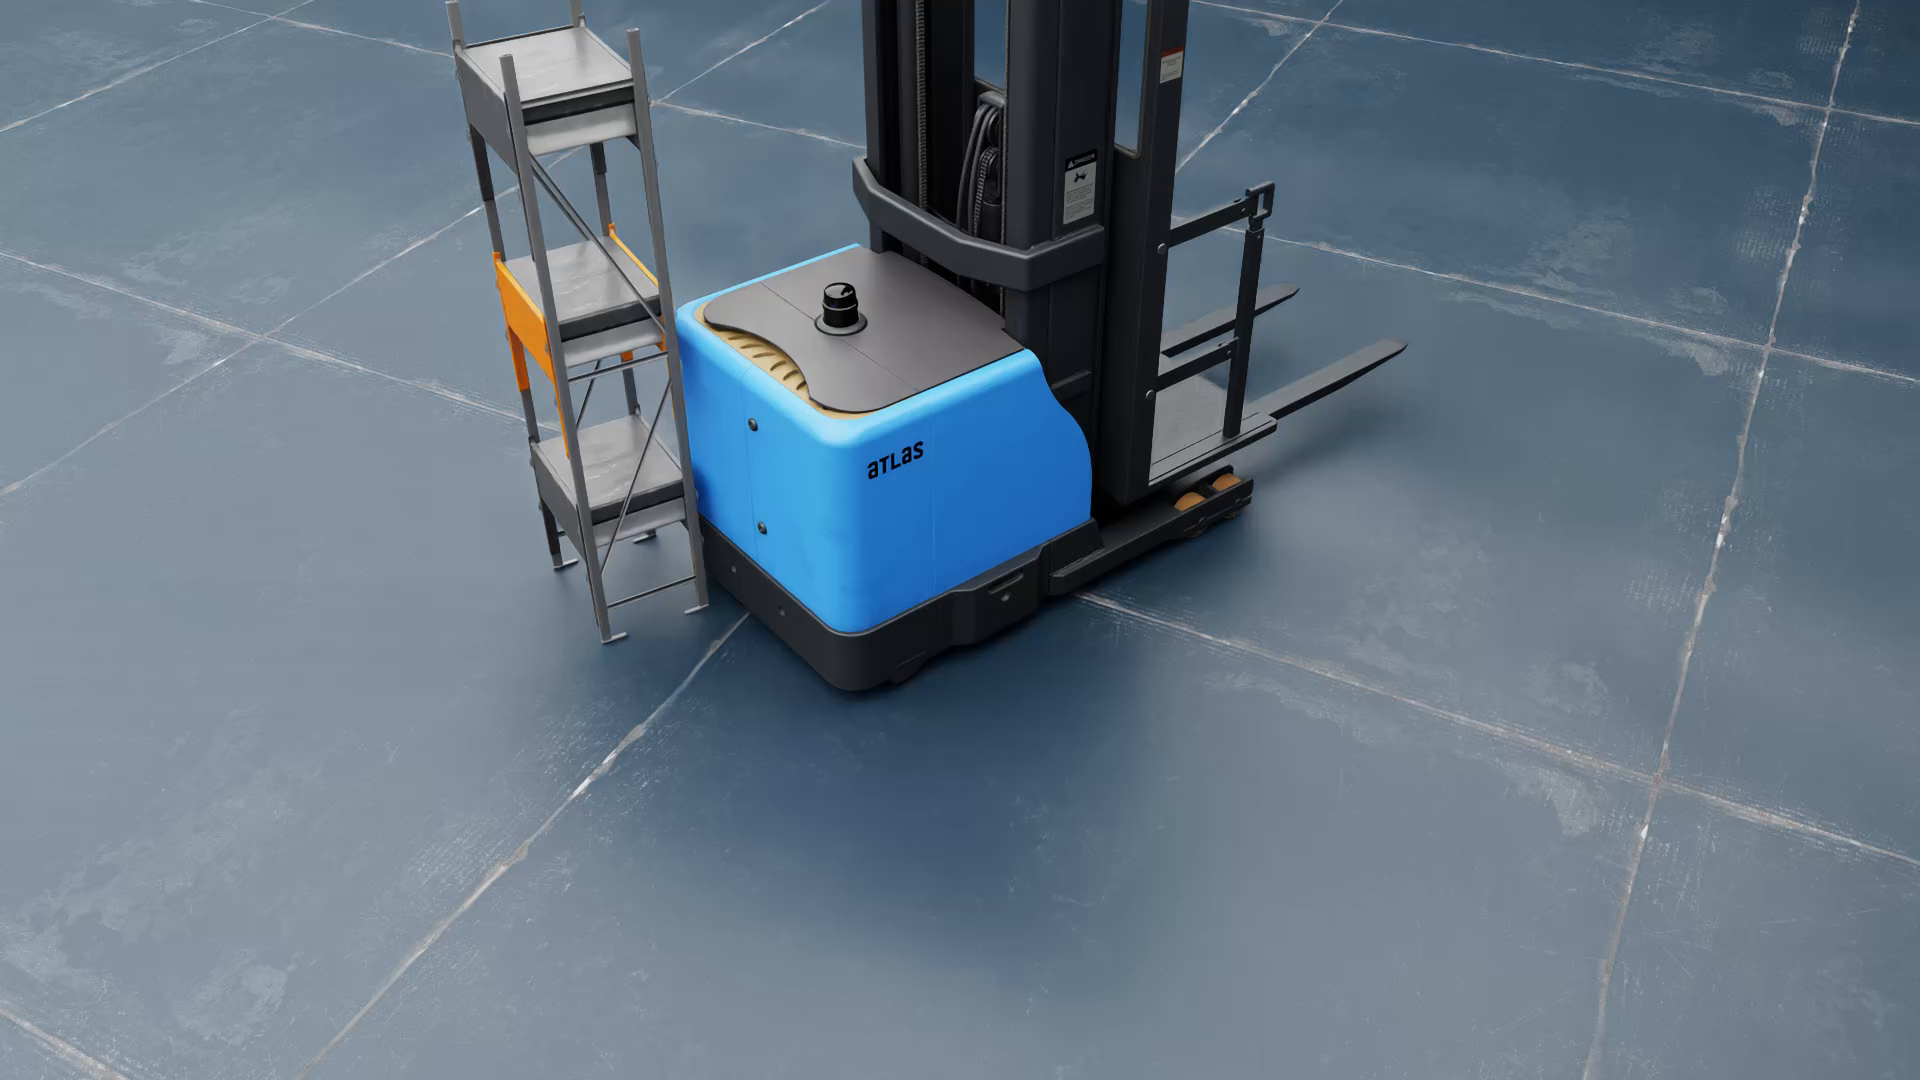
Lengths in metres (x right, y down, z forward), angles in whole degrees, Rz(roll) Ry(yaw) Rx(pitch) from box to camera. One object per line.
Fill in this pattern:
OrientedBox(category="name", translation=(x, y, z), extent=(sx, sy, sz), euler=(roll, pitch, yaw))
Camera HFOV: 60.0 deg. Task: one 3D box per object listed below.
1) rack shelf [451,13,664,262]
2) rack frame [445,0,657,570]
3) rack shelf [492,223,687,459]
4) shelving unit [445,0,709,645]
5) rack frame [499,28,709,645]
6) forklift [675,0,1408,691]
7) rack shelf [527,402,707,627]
OrientedBox(category="rack shelf", translation=(-1.198, -1.209, 4.970), extent=(0.431, 0.518, 0.480), euler=(-20, 41, -24))
OrientedBox(category="rack frame", translation=(-1.321, -0.790, 5.553), extent=(0.400, 2.100, 0.015), euler=(-20, 41, -24))
OrientedBox(category="rack shelf", translation=(-1.197, -0.652, 5.394), extent=(0.431, 0.518, 0.480), euler=(-20, 41, -24))
OrientedBox(category="shelving unit", translation=(-1.197, -0.663, 5.386), extent=(0.431, 2.100, 0.503), euler=(-20, 41, -24))
OrientedBox(category="rack frame", translation=(-1.072, -0.536, 5.219), extent=(0.400, 2.100, 0.015), euler=(-20, 41, -24))
OrientedBox(category="forklift", translation=(0.491, -1.404, 5.676), extent=(3.031, 2.935, 1.130), euler=(-26, 44, -30))
OrientedBox(category="rack shelf", translation=(-1.195, -0.095, 5.818), extent=(0.431, 0.518, 0.480), euler=(-20, 41, -24))
